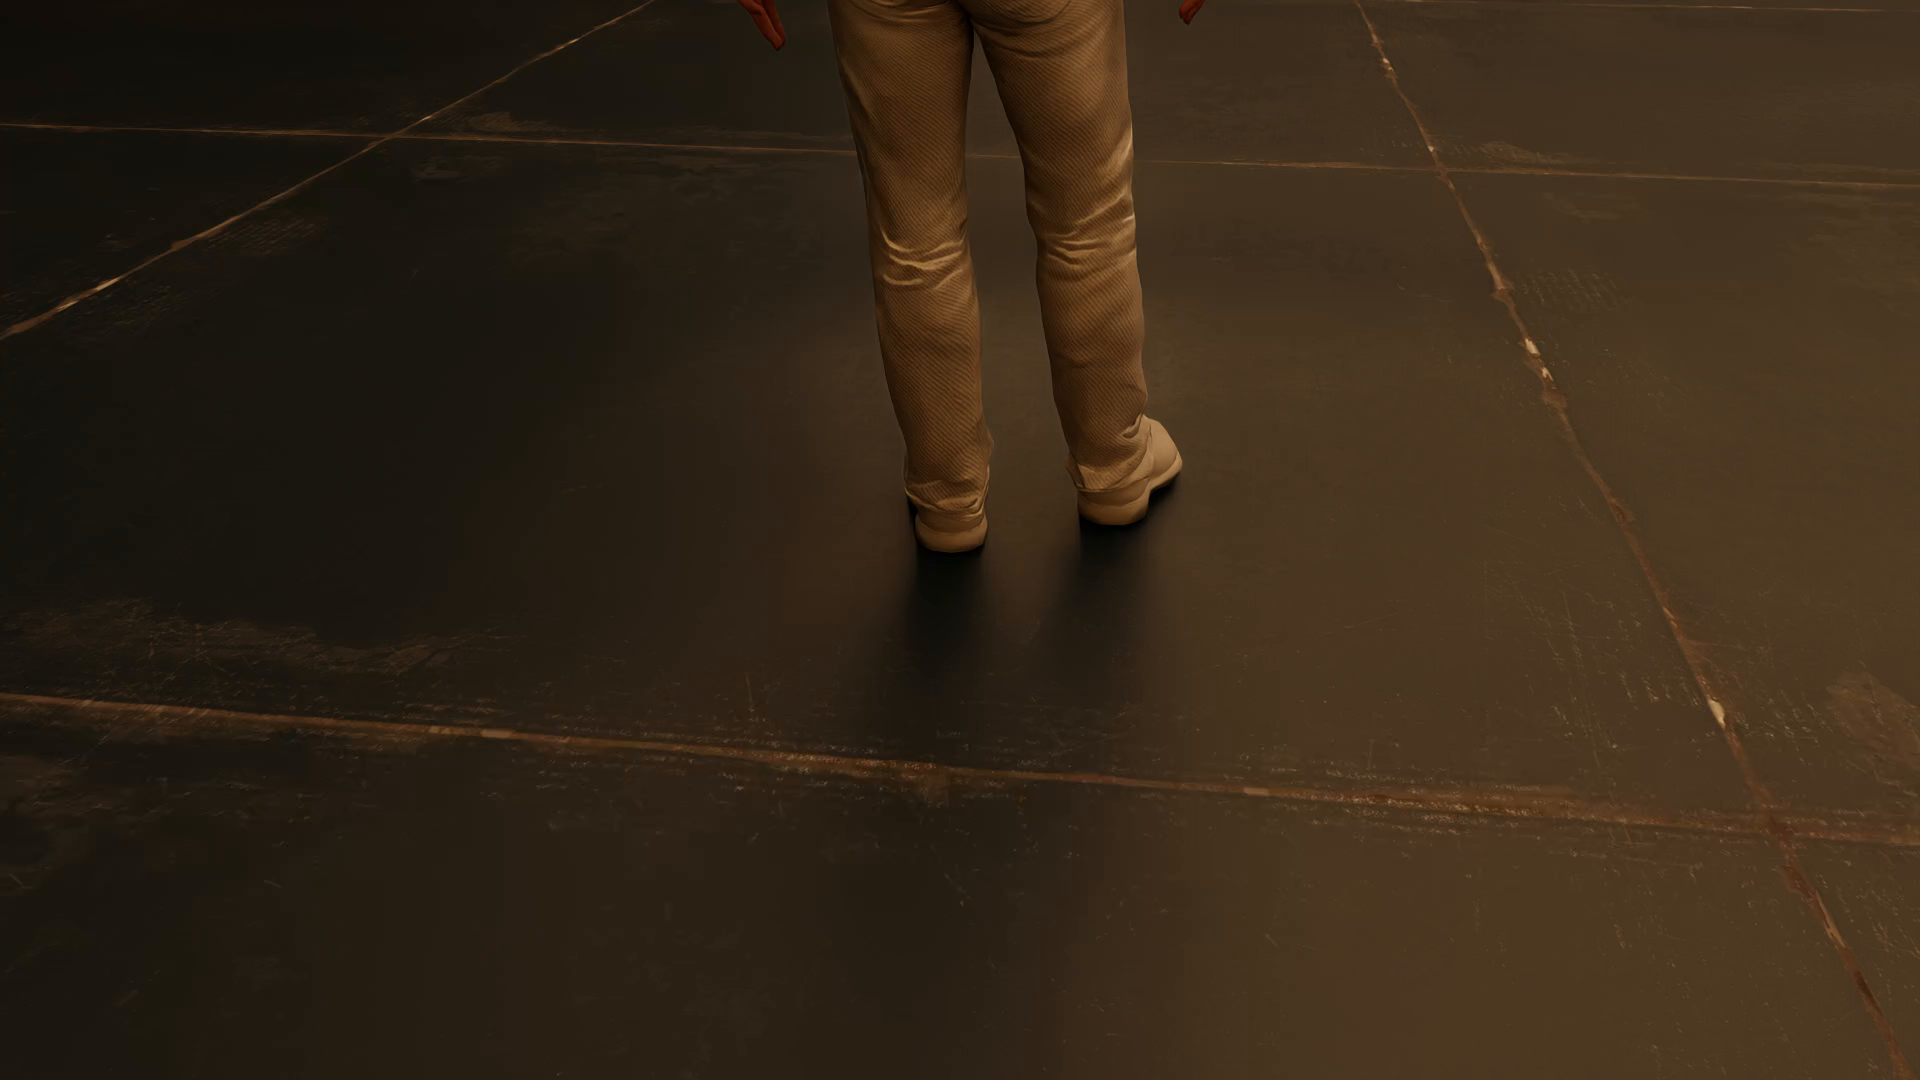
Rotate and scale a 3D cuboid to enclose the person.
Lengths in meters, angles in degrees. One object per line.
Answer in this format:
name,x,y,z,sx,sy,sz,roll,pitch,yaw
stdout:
person,0.015,-0.825,2.165,0.665,1.762,0.575,3,27,7
